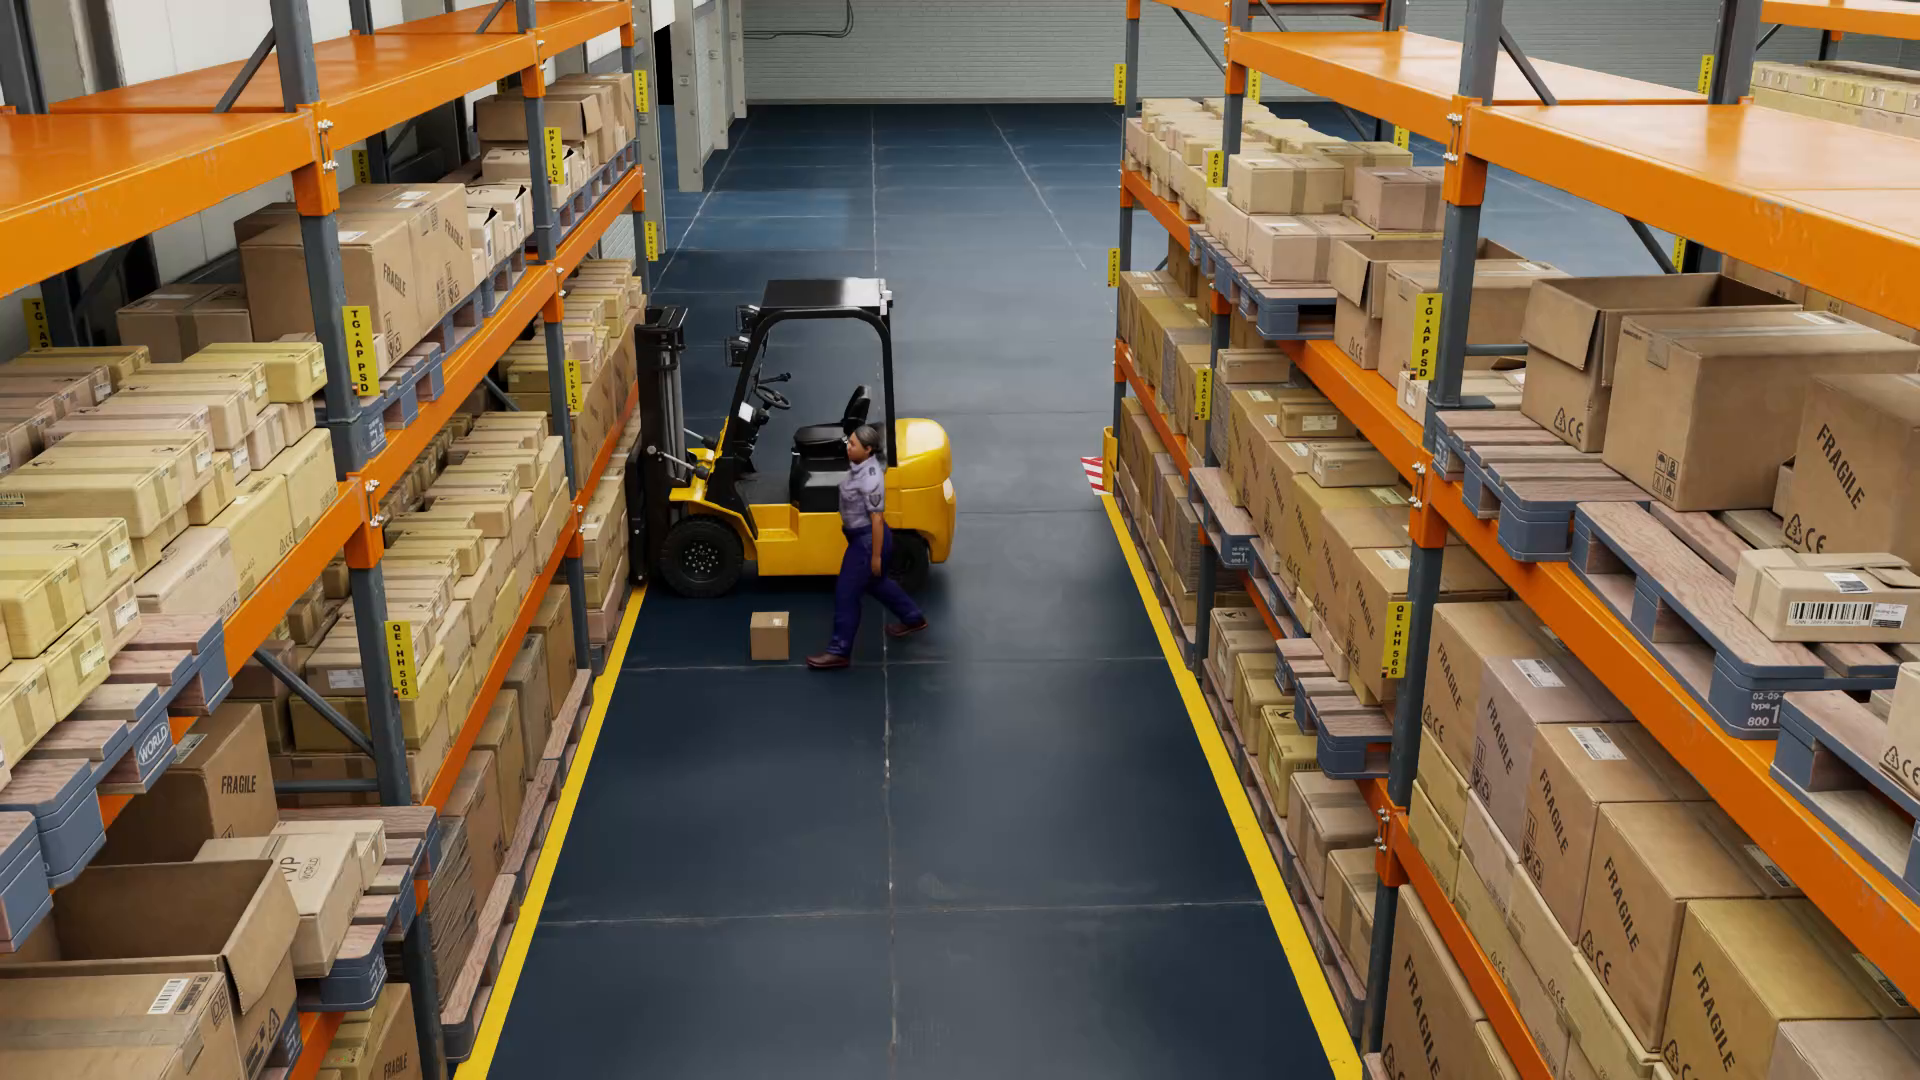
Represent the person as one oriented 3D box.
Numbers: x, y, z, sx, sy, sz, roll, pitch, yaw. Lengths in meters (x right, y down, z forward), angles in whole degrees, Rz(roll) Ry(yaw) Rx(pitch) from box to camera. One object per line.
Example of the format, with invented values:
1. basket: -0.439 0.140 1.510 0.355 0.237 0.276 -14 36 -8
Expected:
1. person: -0.629 0.006 11.062 0.872 1.611 0.537 -3 21 -8
